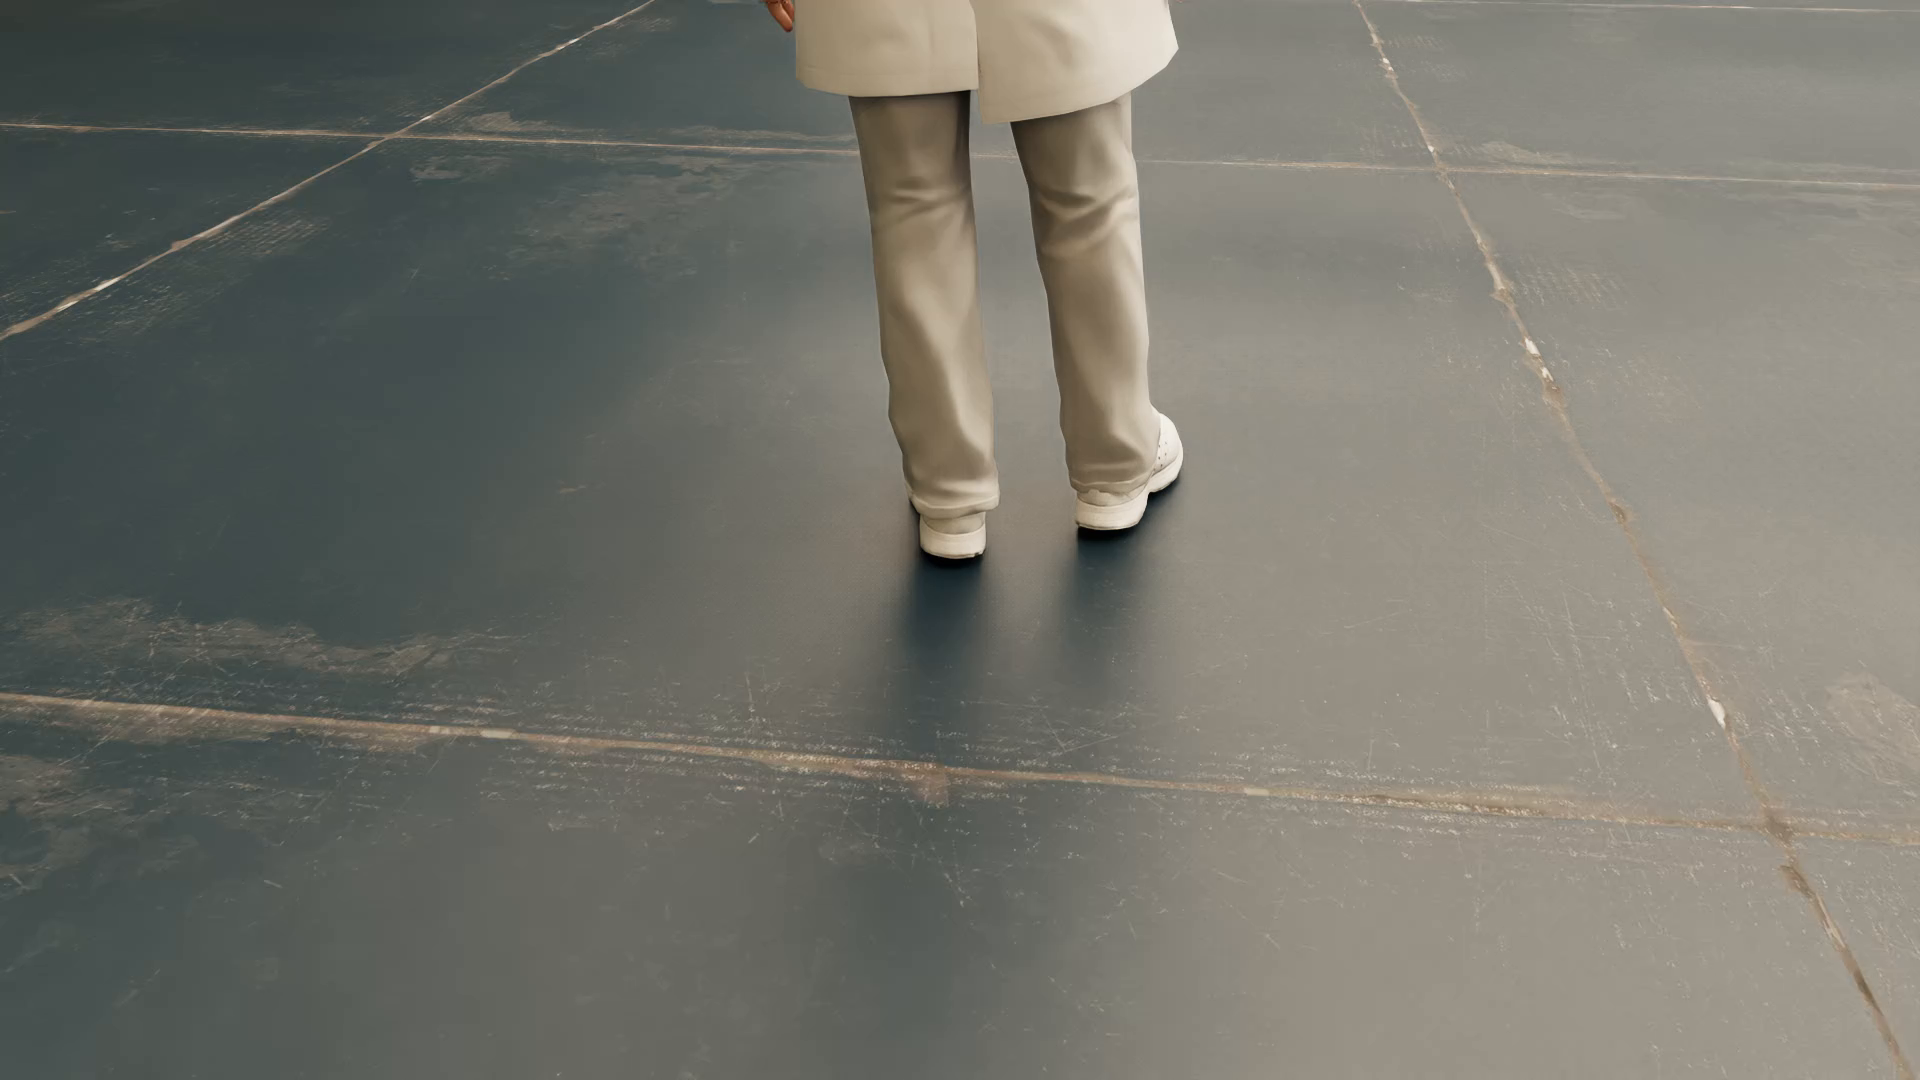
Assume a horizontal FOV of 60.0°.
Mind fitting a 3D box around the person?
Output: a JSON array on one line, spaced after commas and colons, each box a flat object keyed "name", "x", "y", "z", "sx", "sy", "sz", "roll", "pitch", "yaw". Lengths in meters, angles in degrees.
[{"name": "person", "x": 0.017, "y": -0.842, "z": 2.179, "sx": 0.694, "sy": 1.776, "sz": 0.581, "roll": 3, "pitch": 27, "yaw": 7}]
